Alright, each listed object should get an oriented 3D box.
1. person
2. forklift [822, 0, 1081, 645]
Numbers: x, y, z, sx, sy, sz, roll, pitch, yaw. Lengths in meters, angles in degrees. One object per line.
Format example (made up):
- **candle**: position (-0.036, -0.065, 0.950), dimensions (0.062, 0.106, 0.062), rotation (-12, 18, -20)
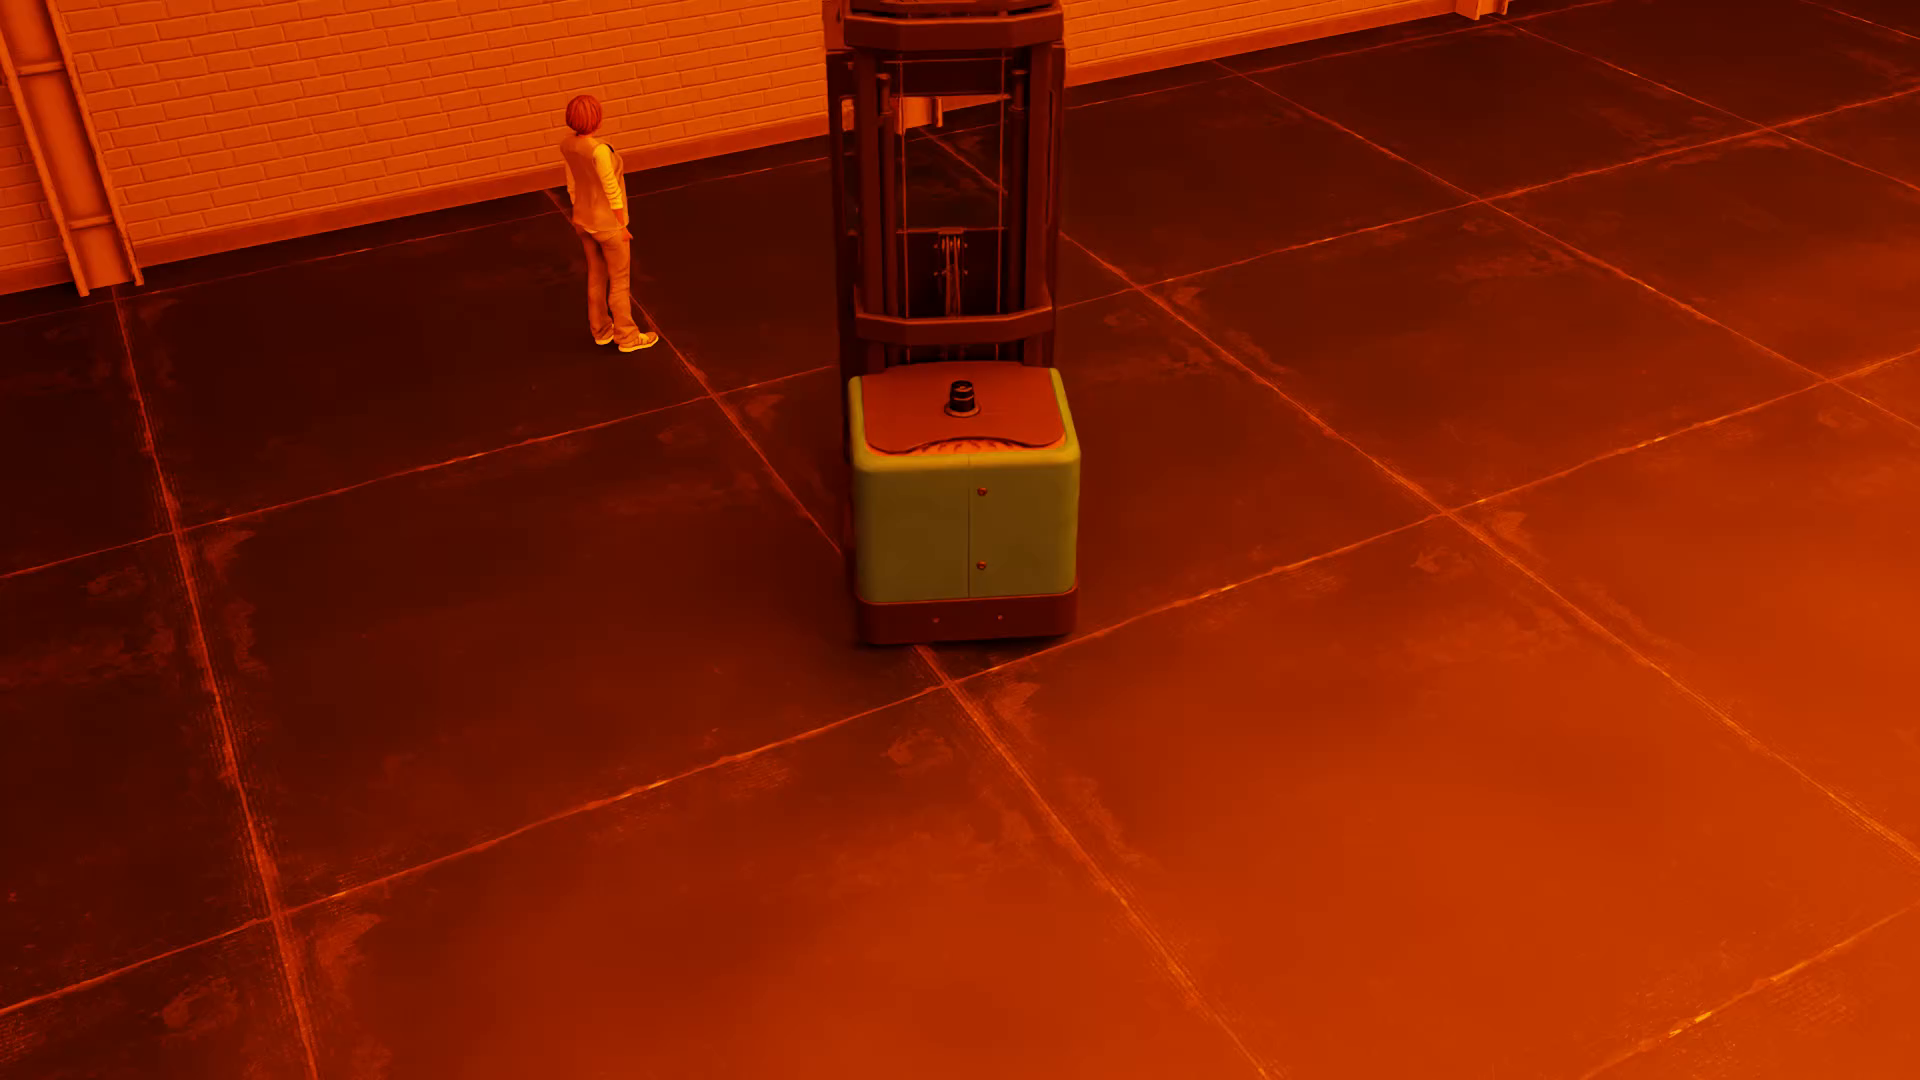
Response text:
- **person**: position (-2.133, -1.889, 9.951), dimensions (0.409, 1.602, 0.330), rotation (22, 41, 28)
- **forklift**: position (-0.087, -1.536, 8.296), dimensions (1.130, 2.935, 3.031), rotation (-3, 35, -4)
